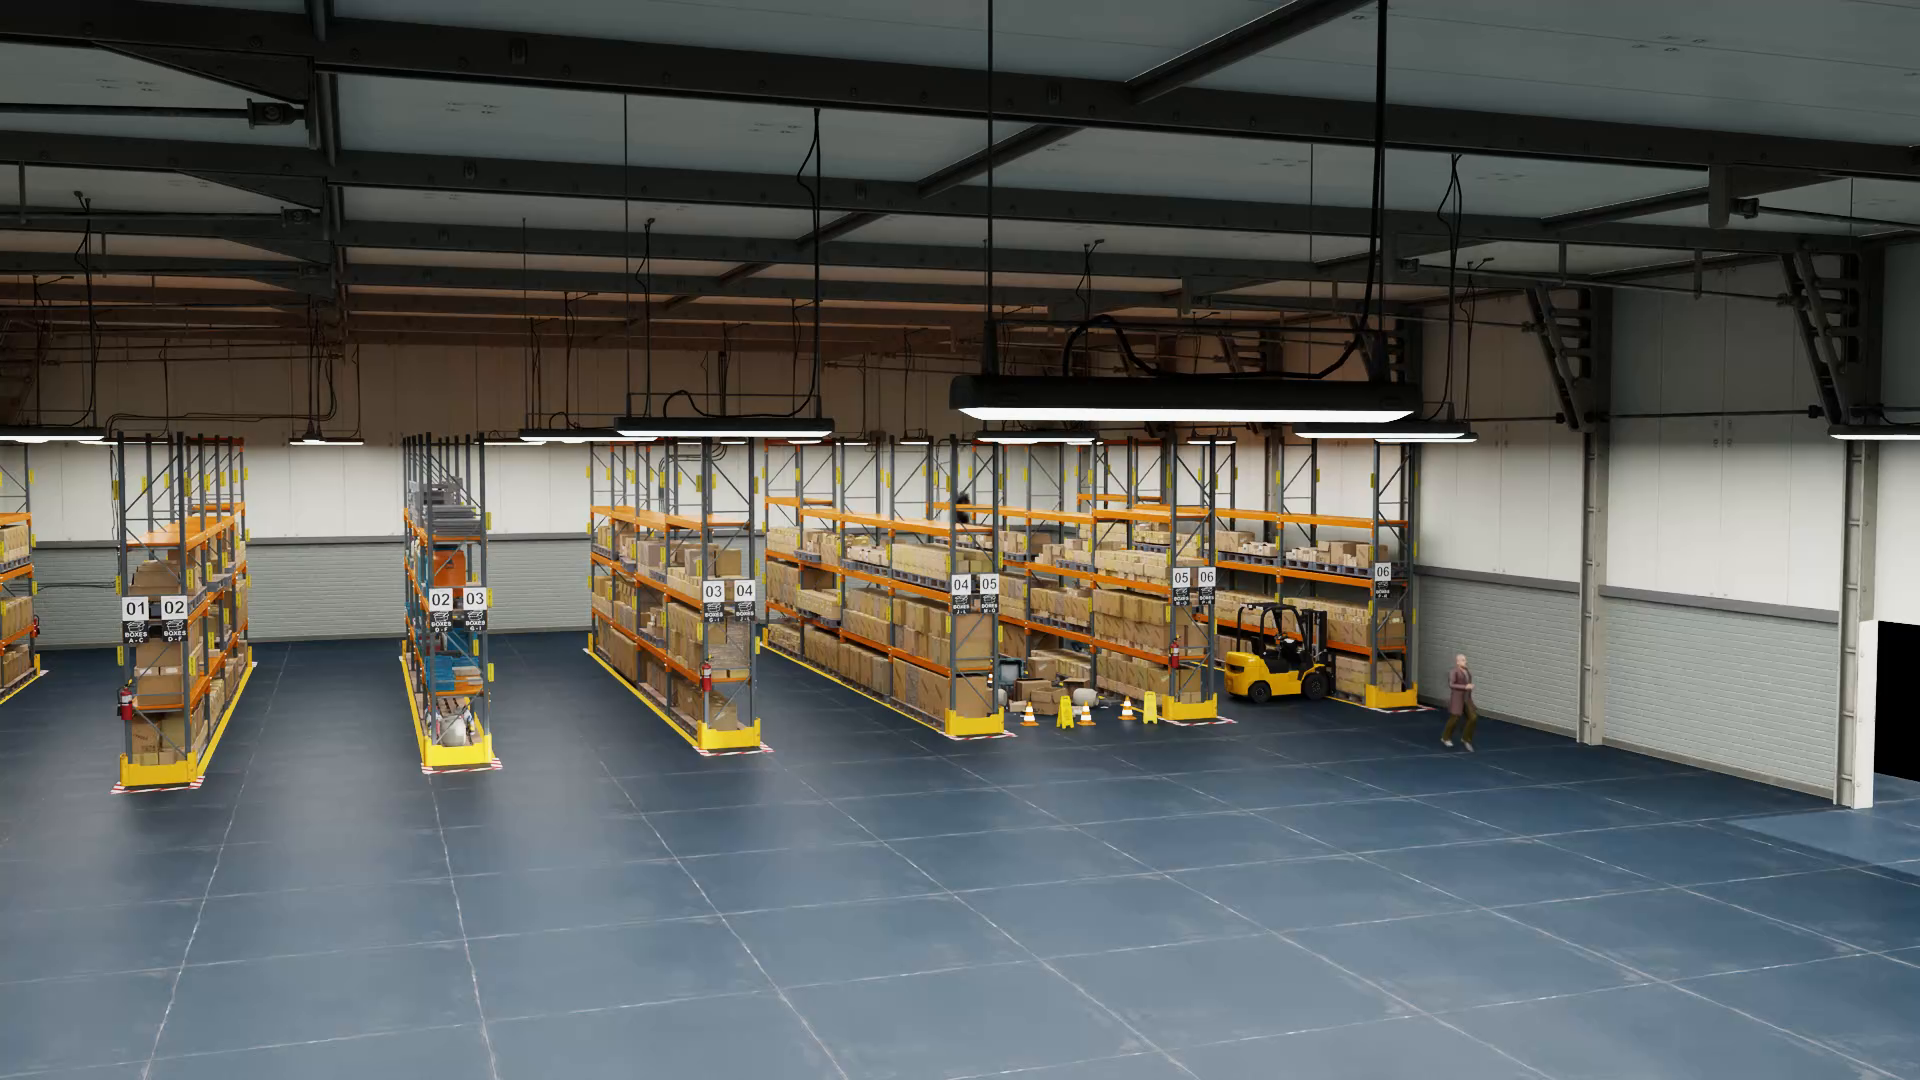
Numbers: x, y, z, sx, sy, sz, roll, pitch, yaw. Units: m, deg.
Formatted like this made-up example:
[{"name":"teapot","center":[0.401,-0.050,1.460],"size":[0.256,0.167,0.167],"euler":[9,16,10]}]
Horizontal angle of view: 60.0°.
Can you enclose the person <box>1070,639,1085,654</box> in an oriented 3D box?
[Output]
[{"name":"person","center":[3.157,2.463,44.885],"size":[0.546,1.562,0.496],"euler":[-2,4,-27]}]

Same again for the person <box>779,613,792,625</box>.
[{"name":"person","center":[-5.144,2.169,49.692],"size":[0.541,1.607,0.673],"euler":[0,3,-9]}]

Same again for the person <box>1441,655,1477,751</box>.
[{"name":"person","center":[9.471,3.093,31.501],"size":[0.709,1.856,0.839],"euler":[-2,4,-29]}]

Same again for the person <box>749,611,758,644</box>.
[{"name":"person","center":[-5.724,2.417,44.780],"size":[0.585,1.641,0.846],"euler":[-1,3,-11]}]
